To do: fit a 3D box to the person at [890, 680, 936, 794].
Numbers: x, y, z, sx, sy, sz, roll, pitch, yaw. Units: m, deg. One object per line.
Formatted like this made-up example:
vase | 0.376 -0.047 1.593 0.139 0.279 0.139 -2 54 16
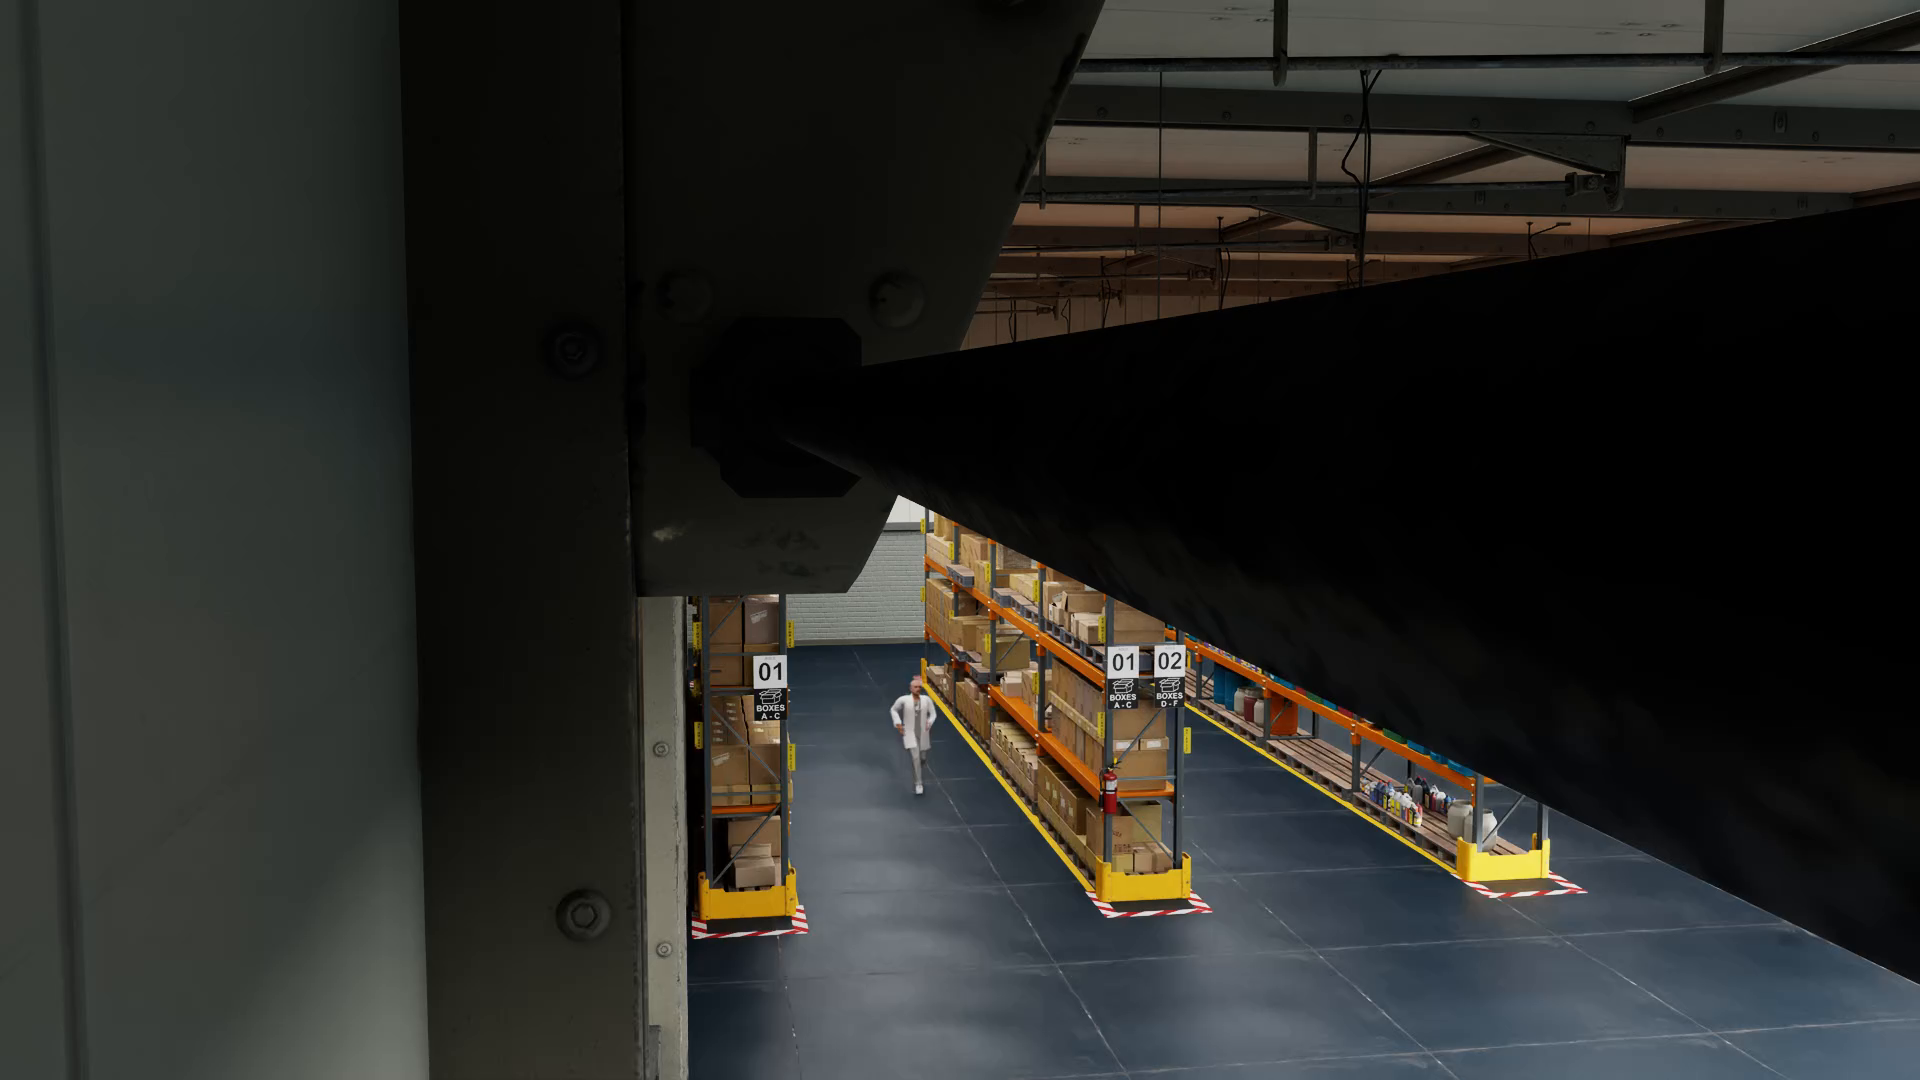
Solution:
person | -0.727 3.113 26.617 0.735 1.758 0.922 -1 5 -16
